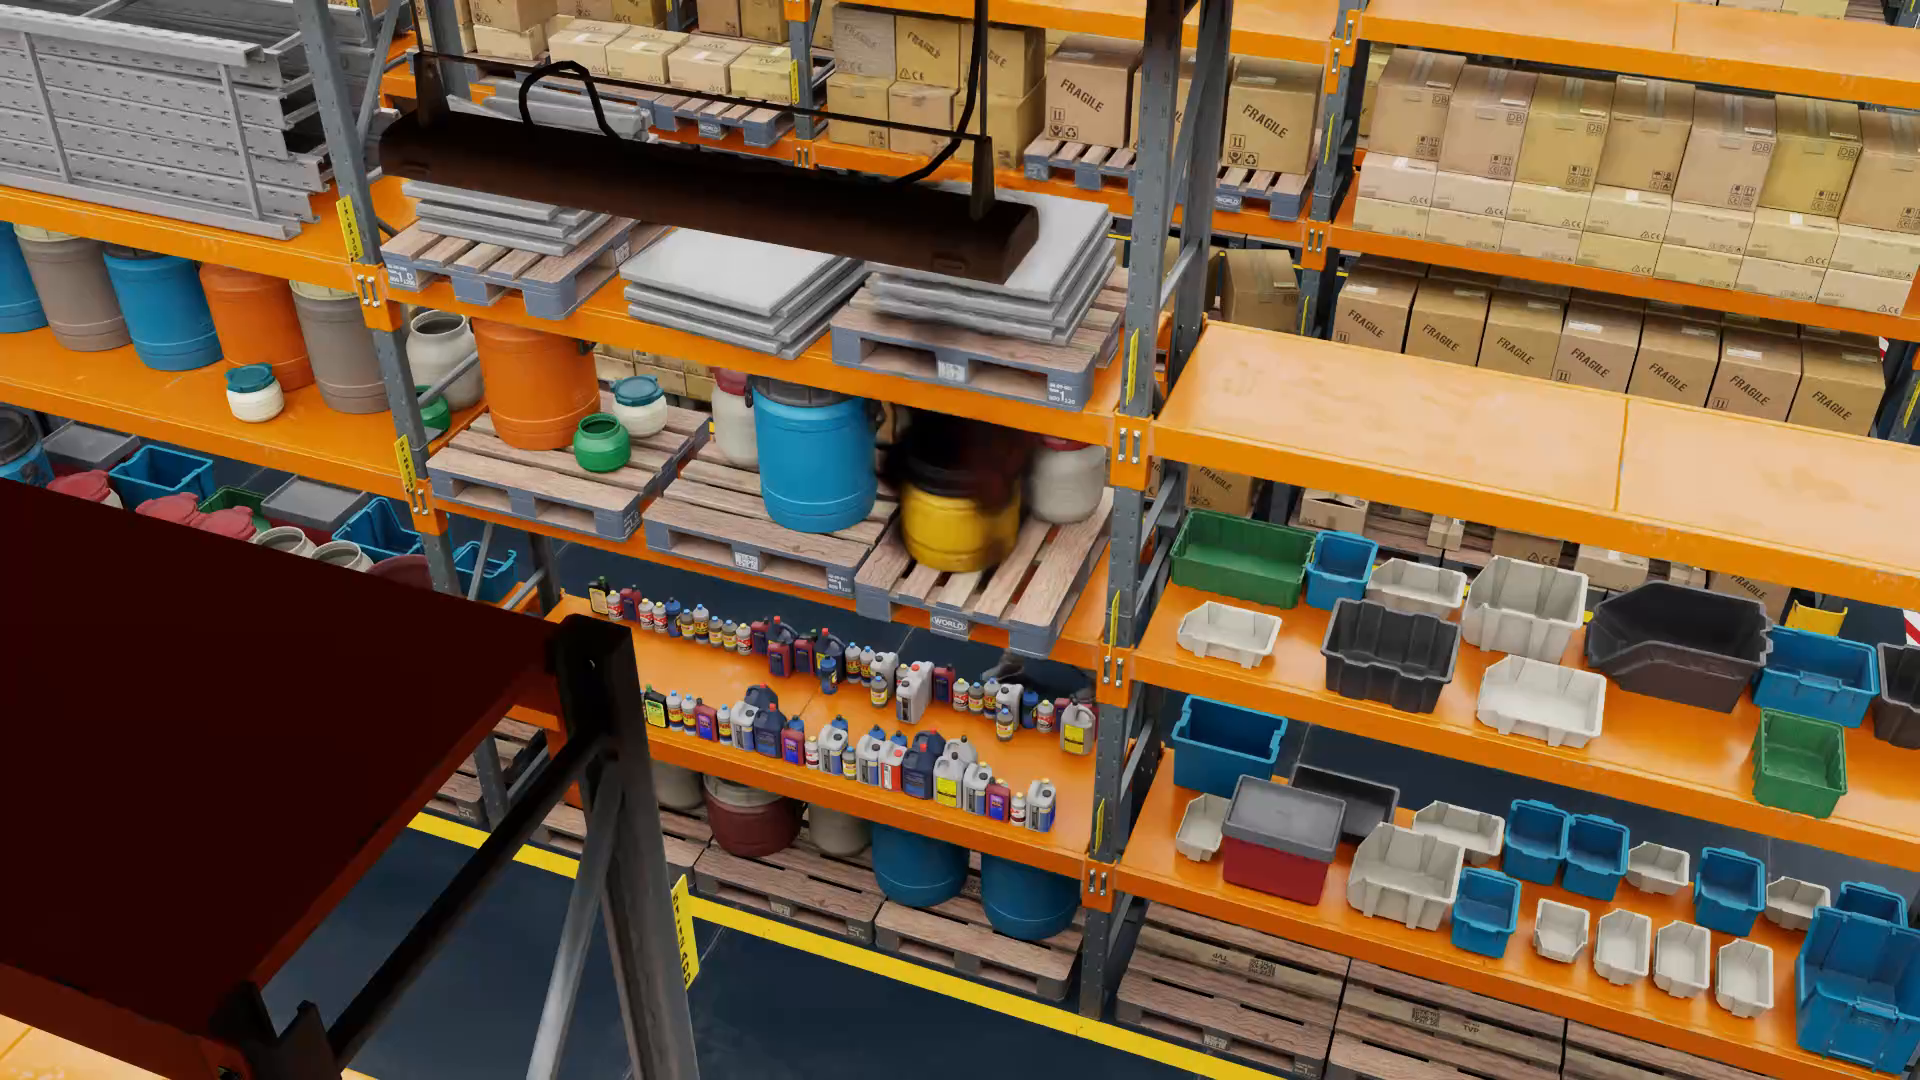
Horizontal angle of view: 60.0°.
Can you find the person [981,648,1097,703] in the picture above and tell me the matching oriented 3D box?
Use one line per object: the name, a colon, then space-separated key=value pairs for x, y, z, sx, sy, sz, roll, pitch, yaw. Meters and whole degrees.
person: x=0.634 y=0.403 z=11.432 sx=1.007 sy=1.736 sz=0.677 roll=13 pitch=38 yaw=17
